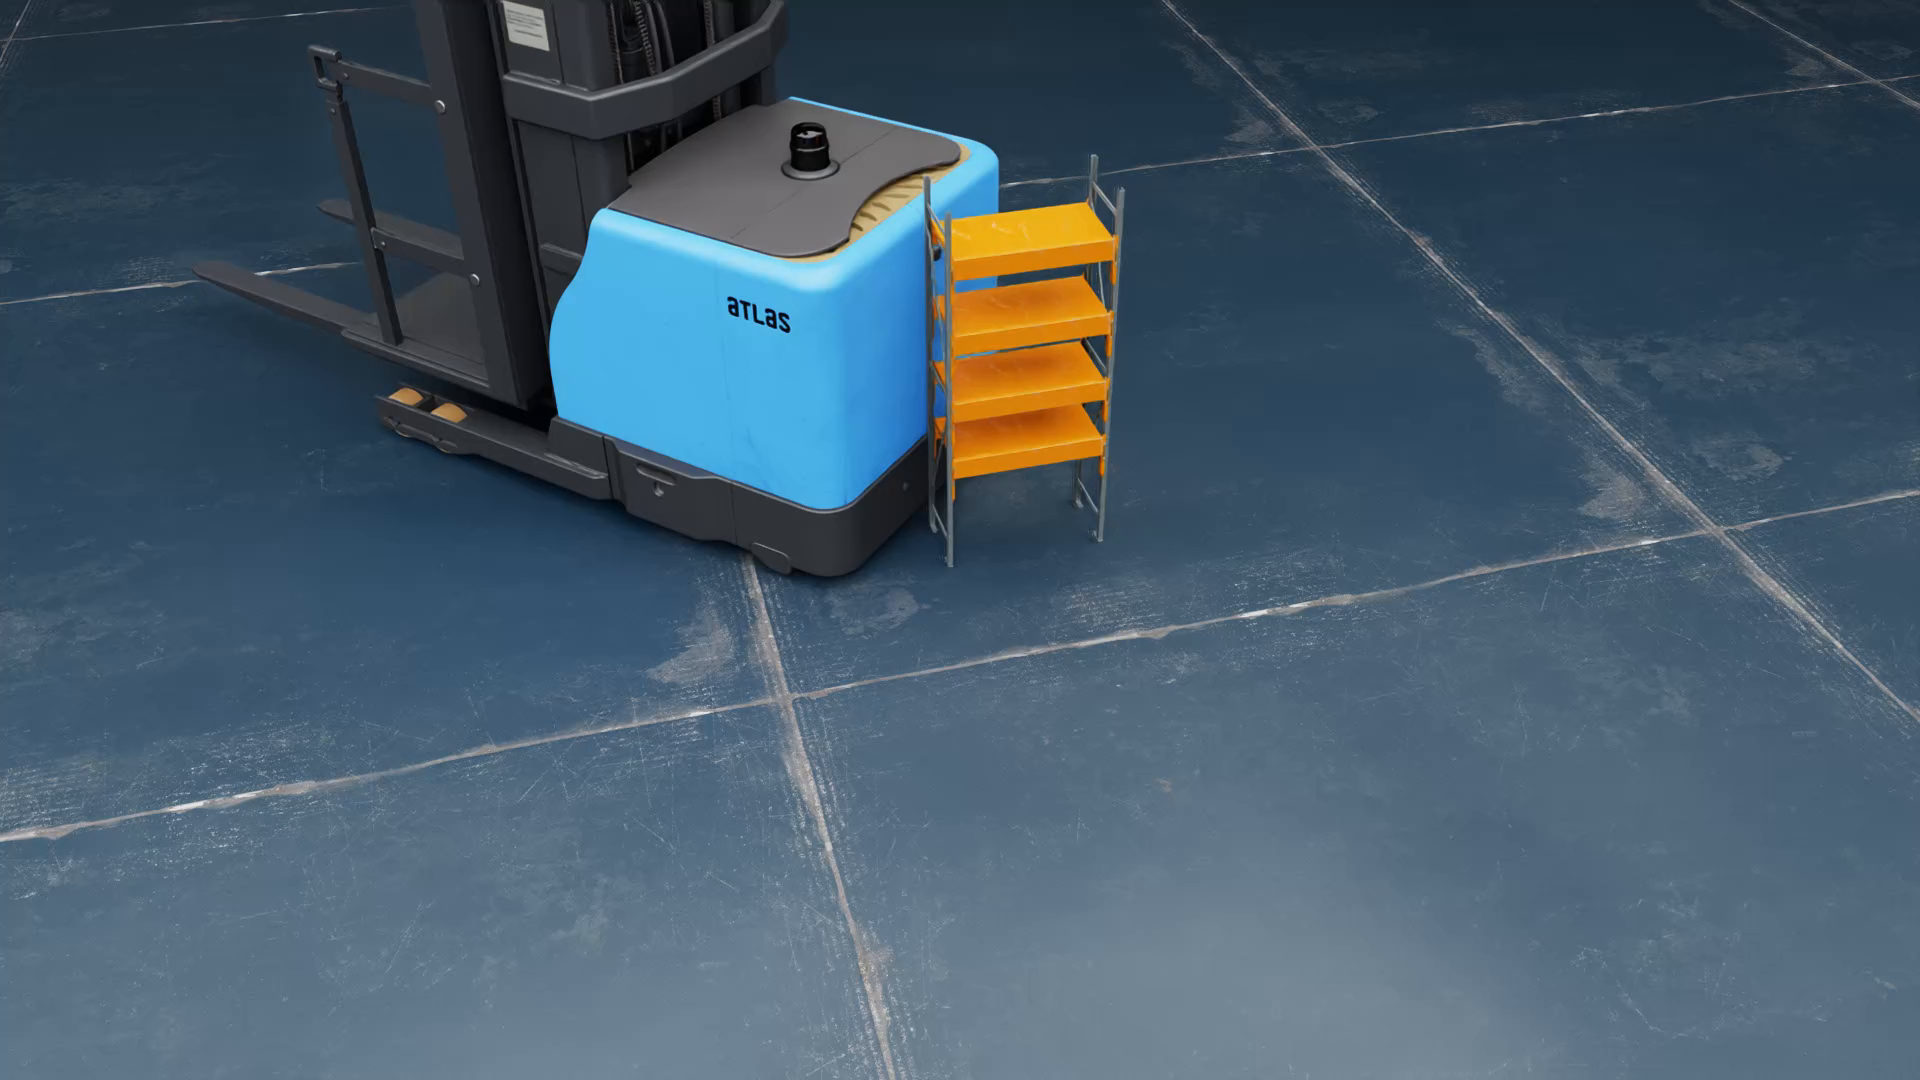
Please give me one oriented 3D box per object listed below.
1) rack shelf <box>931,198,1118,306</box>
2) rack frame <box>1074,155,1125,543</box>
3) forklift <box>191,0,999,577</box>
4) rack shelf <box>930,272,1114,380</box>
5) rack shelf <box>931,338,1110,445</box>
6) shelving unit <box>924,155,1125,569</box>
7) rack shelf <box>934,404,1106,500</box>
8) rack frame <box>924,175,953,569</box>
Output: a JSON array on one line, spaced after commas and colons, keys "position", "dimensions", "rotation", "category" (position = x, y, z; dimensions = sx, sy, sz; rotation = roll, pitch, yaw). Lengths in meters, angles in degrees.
[{"position": [0.173, -0.812, 4.677], "dimensions": [0.480, 0.148, 0.258], "rotation": [-10, 38, -12], "category": "rack shelf"}, {"position": [0.409, -0.540, 4.967], "dimensions": [0.015, 1.200, 0.240], "rotation": [-10, 38, -12], "category": "rack frame"}, {"position": [-1.399, -1.712, 5.076], "dimensions": [3.031, 2.935, 1.130], "rotation": [20, 42, 24], "category": "forklift"}, {"position": [0.174, -0.624, 4.820], "dimensions": [0.480, 0.148, 0.258], "rotation": [-10, 38, -12], "category": "rack shelf"}, {"position": [0.174, -0.446, 4.956], "dimensions": [0.480, 0.148, 0.258], "rotation": [-10, 38, -12], "category": "rack shelf"}, {"position": [0.174, -0.500, 4.915], "dimensions": [0.503, 1.200, 0.258], "rotation": [-10, 38, -12], "category": "shelving unit"}, {"position": [0.175, -0.289, 5.076], "dimensions": [0.480, 0.148, 0.258], "rotation": [-10, 38, -12], "category": "rack shelf"}, {"position": [-0.061, -0.460, 4.863], "dimensions": [0.015, 1.200, 0.240], "rotation": [-10, 38, -12], "category": "rack frame"}]
